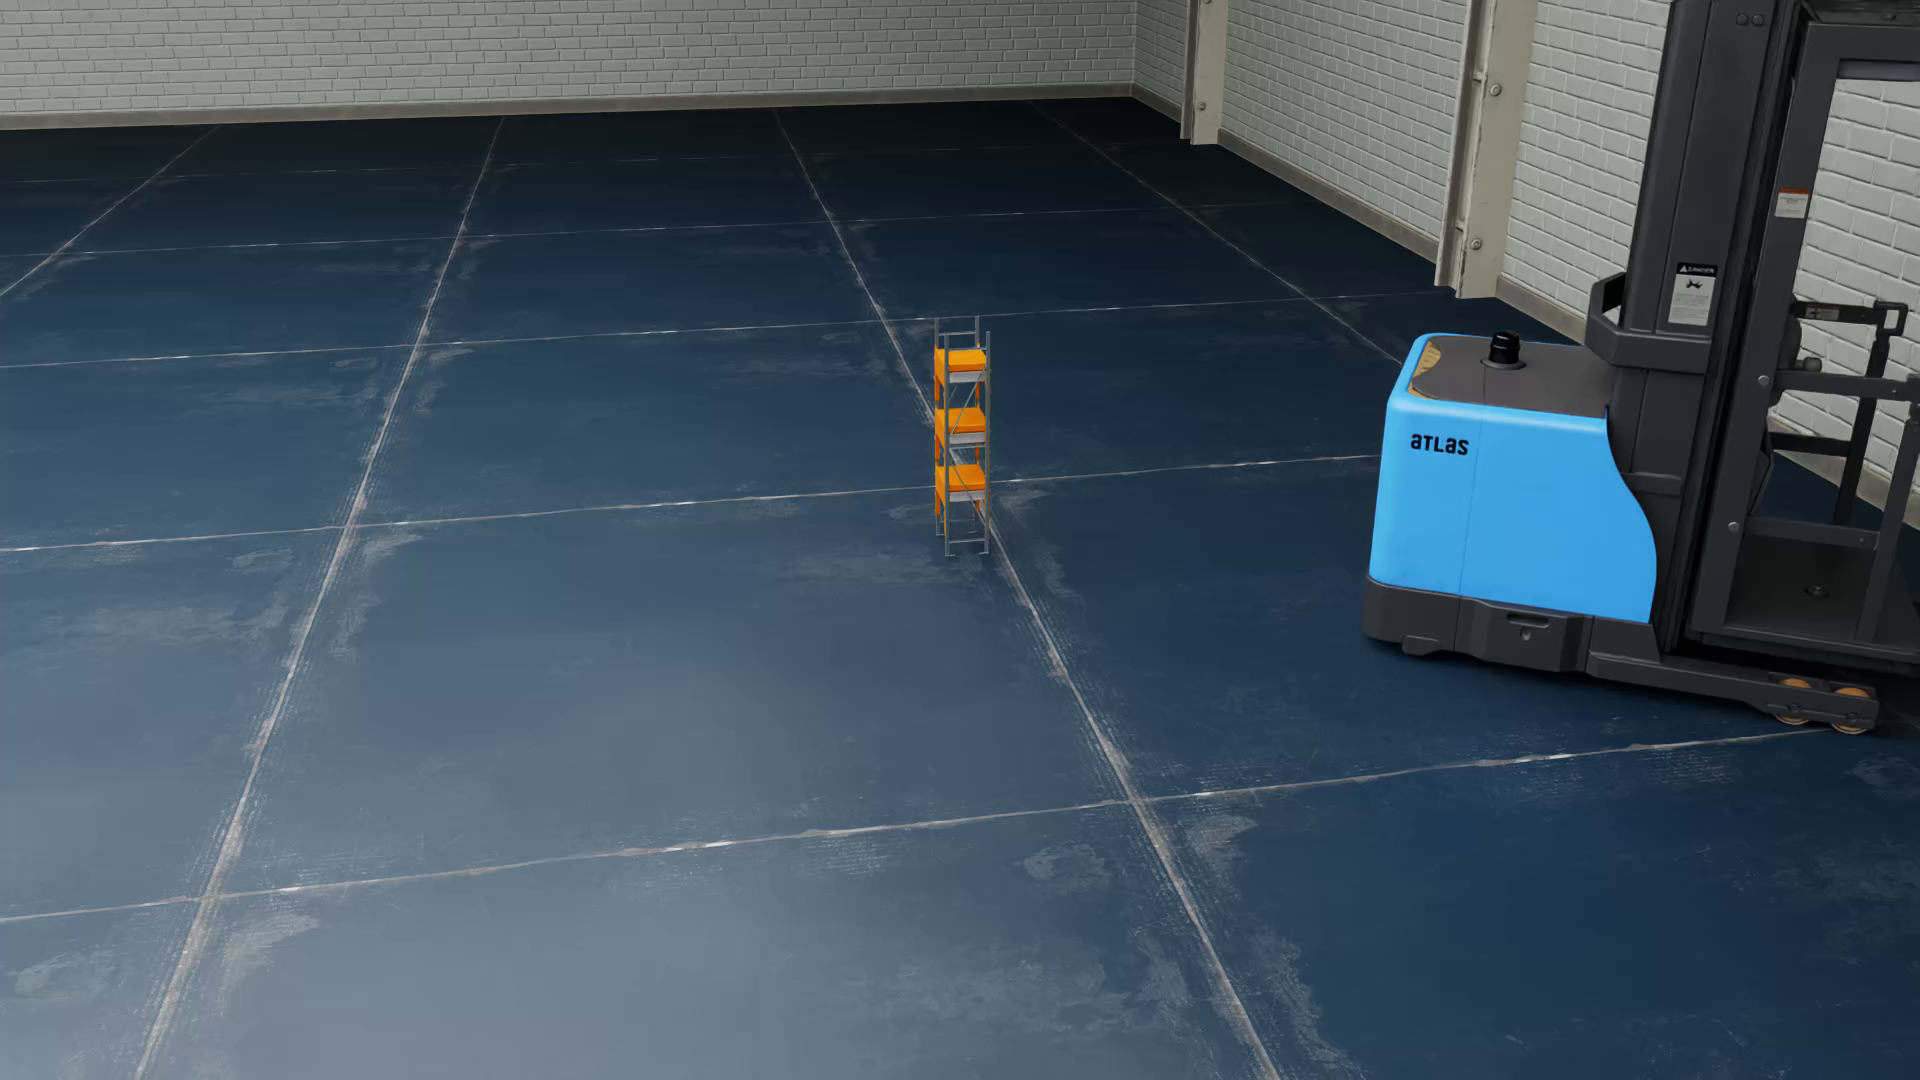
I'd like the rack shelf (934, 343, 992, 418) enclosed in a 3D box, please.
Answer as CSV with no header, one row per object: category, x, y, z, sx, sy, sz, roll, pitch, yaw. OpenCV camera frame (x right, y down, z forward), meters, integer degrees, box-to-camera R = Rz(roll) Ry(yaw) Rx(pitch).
rack shelf,0.010,-0.710,7.382,0.215,0.259,0.240,-4,24,-10

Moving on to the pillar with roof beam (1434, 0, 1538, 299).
pillar with roof beam,-0.635,-5.579,9.281,9.100,9.000,0.400,-4,24,-10

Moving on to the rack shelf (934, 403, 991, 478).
rack shelf,0.010,-0.450,7.496,0.215,0.259,0.240,-4,24,-10

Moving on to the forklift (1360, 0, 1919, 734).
forklift,3.194,-0.870,6.081,3.031,2.935,1.130,9,25,19

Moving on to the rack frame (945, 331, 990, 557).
rack frame,0.032,-0.412,7.382,0.200,1.050,0.008,-4,24,-10

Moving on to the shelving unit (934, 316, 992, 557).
shelving unit,0.010,-0.460,7.492,0.215,1.050,0.252,-4,24,-10

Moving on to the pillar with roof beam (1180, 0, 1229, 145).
pillar with roof beam,-1.744,-7.939,14.685,9.100,9.000,0.400,-4,24,-10

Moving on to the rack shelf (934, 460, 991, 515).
rack shelf,0.010,-0.196,7.607,0.215,0.259,0.240,-4,24,-10

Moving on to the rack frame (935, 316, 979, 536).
rack frame,-0.013,-0.508,7.602,0.200,1.050,0.008,-4,24,-10
